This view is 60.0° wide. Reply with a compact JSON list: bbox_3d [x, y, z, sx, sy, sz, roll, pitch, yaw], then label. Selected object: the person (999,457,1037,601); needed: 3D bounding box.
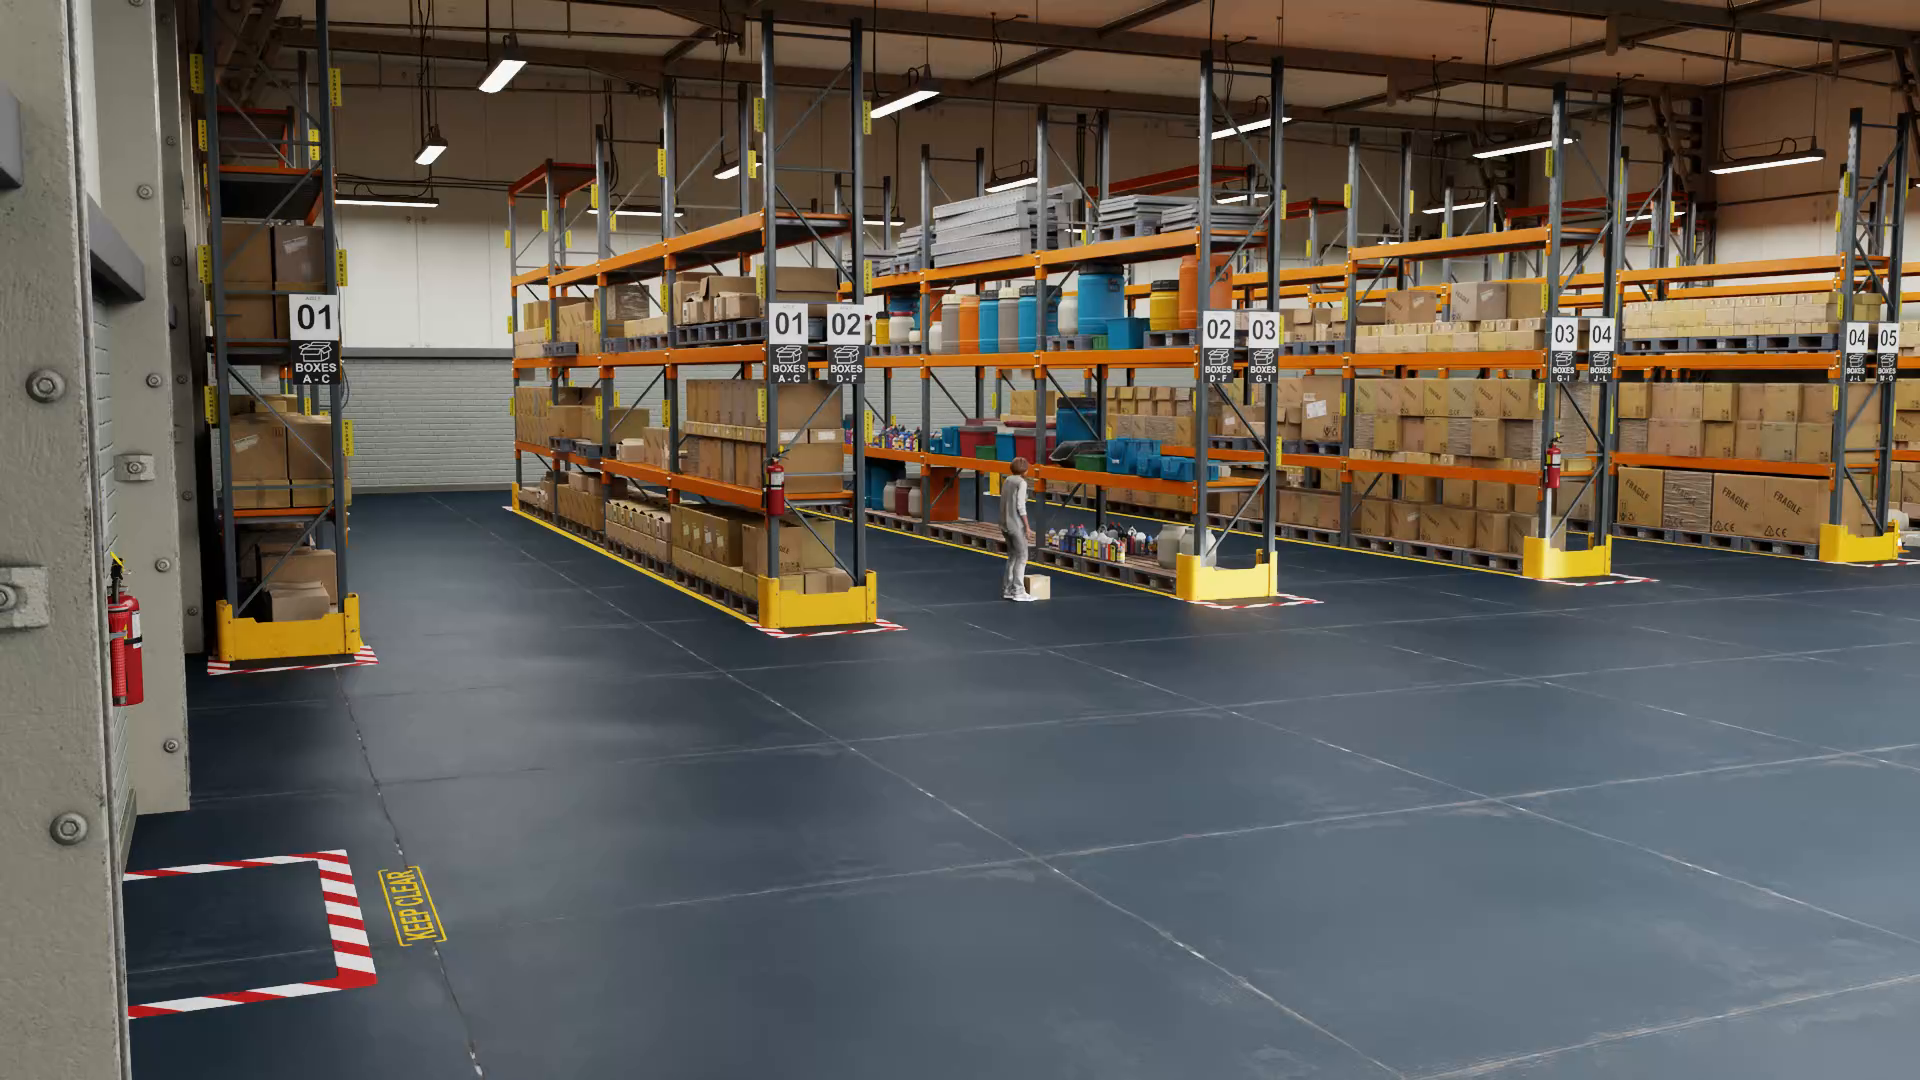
[{"bbox_3d":[0.621,-0.120,18.521,0.340,1.577,0.483,-3,6,-26],"label":"person"}]
